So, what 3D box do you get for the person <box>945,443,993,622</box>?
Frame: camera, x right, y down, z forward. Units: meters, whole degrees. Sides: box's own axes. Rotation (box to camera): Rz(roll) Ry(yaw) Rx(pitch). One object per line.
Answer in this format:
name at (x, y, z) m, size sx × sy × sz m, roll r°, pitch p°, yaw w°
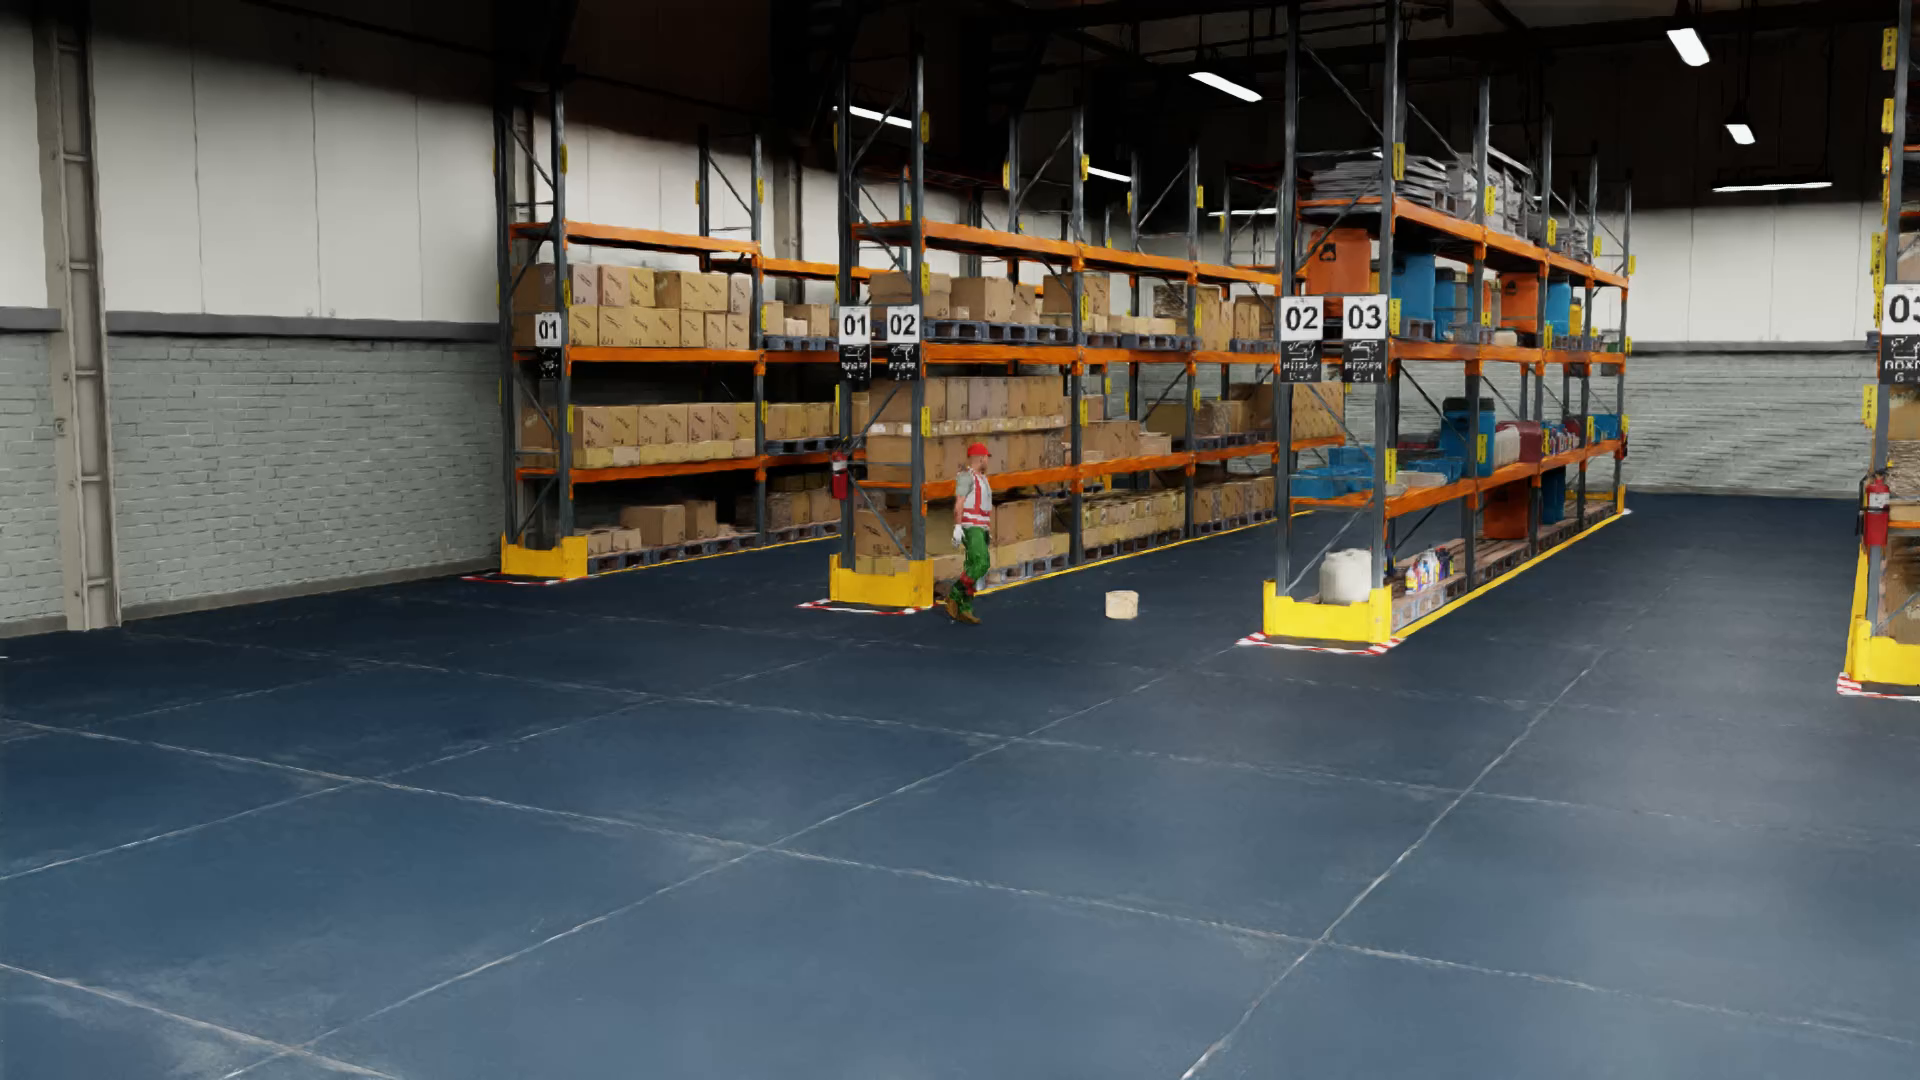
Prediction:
person at (0.150, -0.074, 16.595) m, size 0.453 × 1.774 × 0.728 m, roll 3°, pitch 7°, yaw 27°
